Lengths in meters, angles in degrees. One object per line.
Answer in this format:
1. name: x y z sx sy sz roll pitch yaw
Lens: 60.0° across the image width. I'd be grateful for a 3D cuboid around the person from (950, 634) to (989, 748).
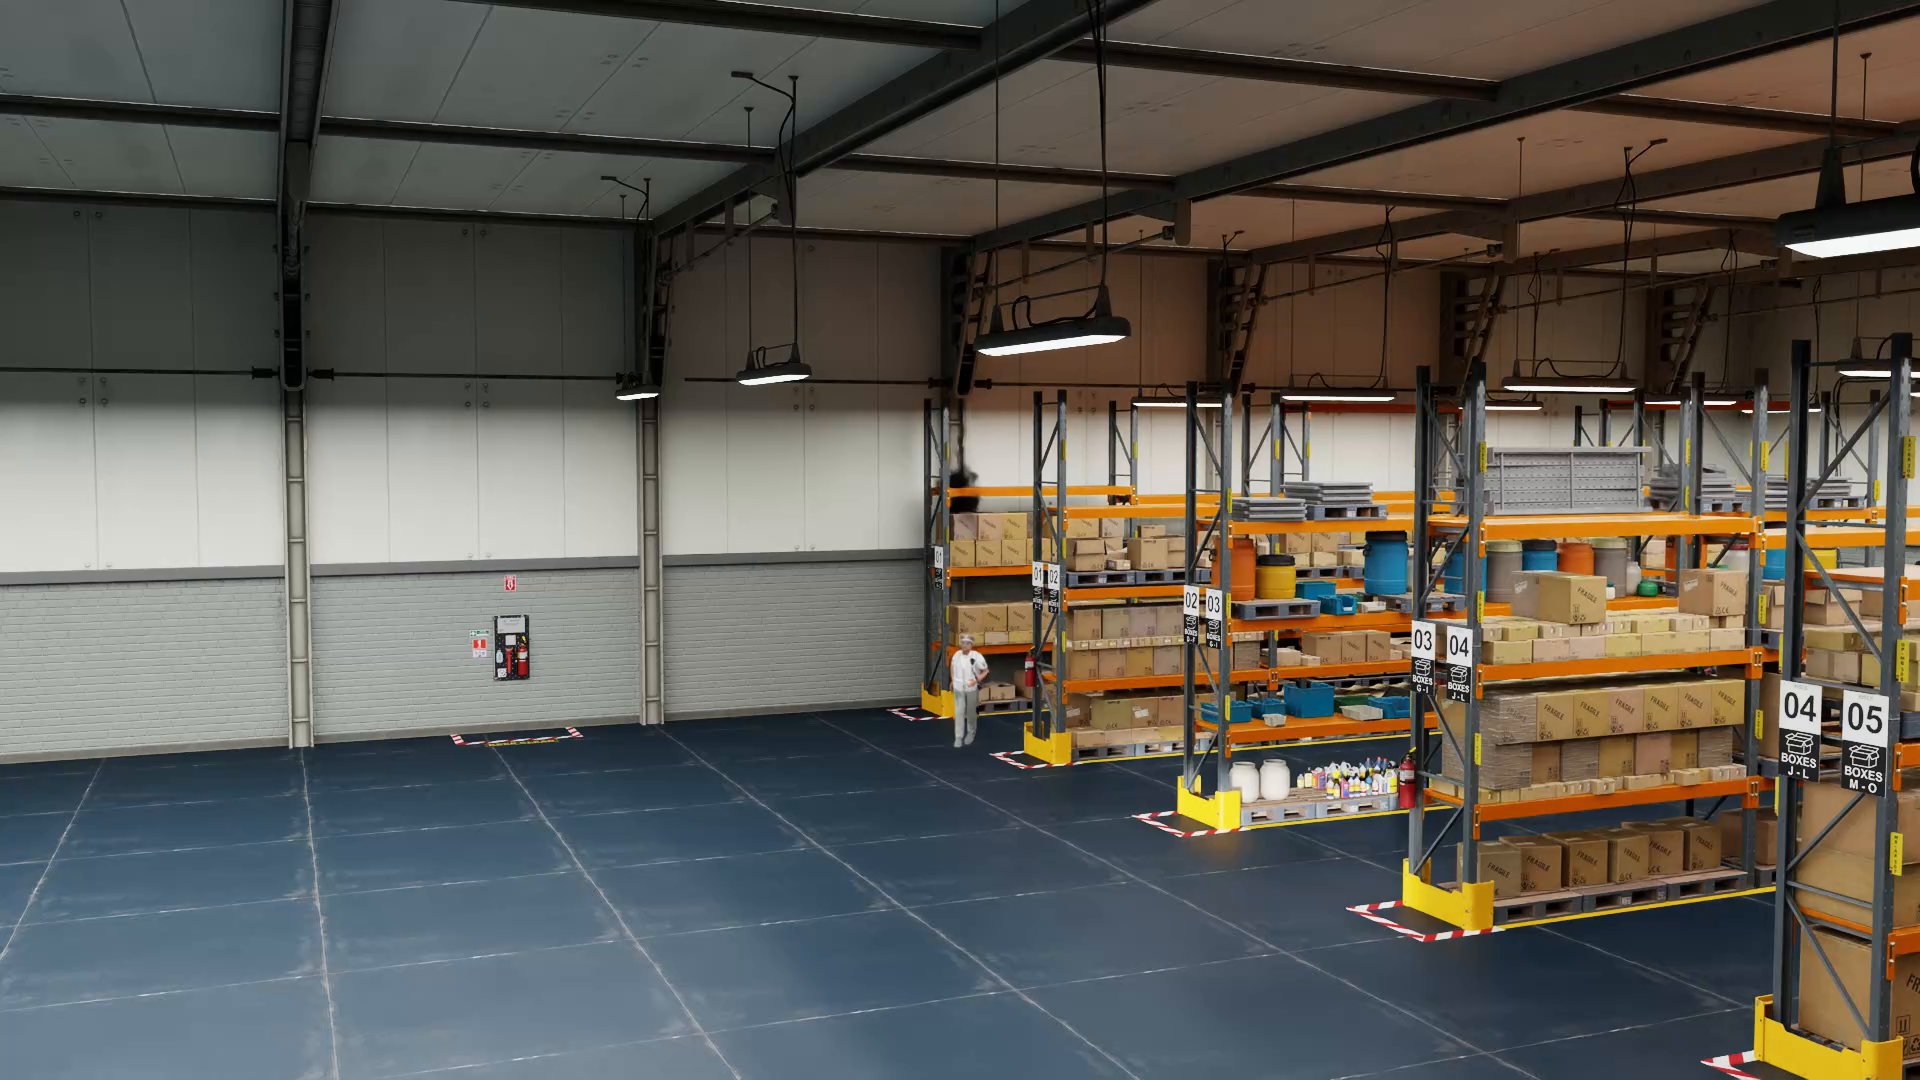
1. person: 0.131 2.425 26.762 0.659 1.833 0.887 1 3 13
